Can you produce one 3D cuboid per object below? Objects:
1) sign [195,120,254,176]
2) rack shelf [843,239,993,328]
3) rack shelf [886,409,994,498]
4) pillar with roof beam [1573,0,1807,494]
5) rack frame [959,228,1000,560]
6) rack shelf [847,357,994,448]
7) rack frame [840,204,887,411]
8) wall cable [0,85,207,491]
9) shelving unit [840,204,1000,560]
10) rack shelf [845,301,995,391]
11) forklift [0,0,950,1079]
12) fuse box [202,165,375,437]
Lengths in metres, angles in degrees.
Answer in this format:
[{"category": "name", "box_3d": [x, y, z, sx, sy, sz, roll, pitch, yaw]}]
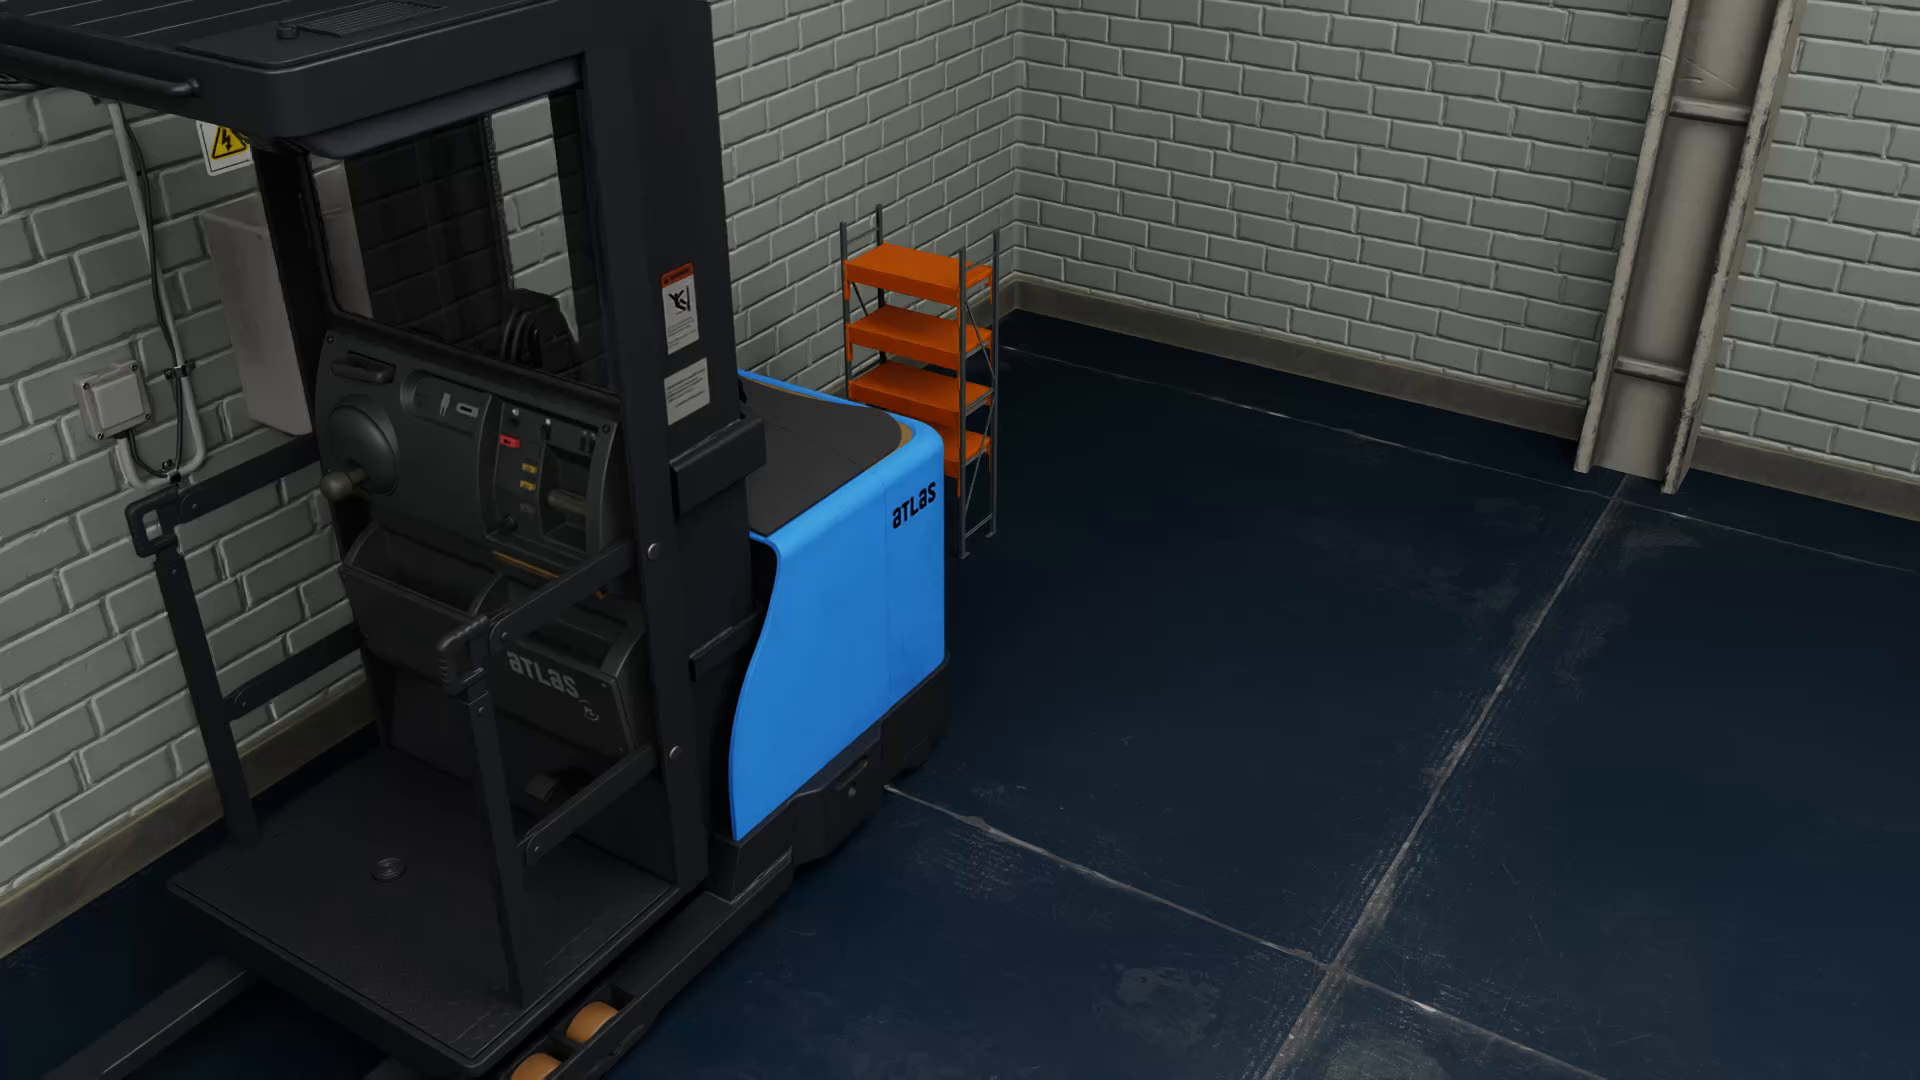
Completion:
[{"category": "sign", "box_3d": [-1.853, -1.113, 4.361, 0.001, 0.242, 0.339, 18, 35, 27]}, {"category": "rack shelf", "box_3d": [-0.140, -0.902, 5.826, 0.480, 0.148, 0.258, 18, 35, 27]}, {"category": "rack shelf", "box_3d": [-0.140, -0.333, 6.158, 0.480, 0.148, 0.258, 18, 35, 27]}, {"category": "pillar with roof beam", "box_3d": [0.442, -2.346, 1.342, 0.400, 9.000, 9.100, 18, 35, 27]}, {"category": "rack frame", "box_3d": [0.066, -0.497, 5.912, 0.015, 1.200, 0.240, 18, 35, 27]}, {"category": "rack shelf", "box_3d": [-0.140, -0.504, 6.058, 0.480, 0.148, 0.258, 18, 35, 27]}, {"category": "rack frame", "box_3d": [-0.347, -0.628, 6.136, 0.015, 1.200, 0.240, 18, 35, 27]}, {"category": "wall cable", "box_3d": [-2.144, -0.914, 3.831, 0.122, 1.984, 0.588, 18, 35, 27]}, {"category": "shelving unit", "box_3d": [-0.140, -0.563, 6.024, 0.503, 1.200, 0.258, 18, 35, 27]}, {"category": "rack shelf", "box_3d": [-0.140, -0.698, 5.945, 0.480, 0.148, 0.258, 18, 35, 27]}, {"category": "forklift", "box_3d": [-1.249, -0.164, 3.623, 1.130, 2.935, 3.031, 18, 35, 28]}, {"category": "fuse box", "box_3d": [-1.648, -0.167, 4.839, 0.414, 1.711, 0.539, 18, 35, 27]}]
